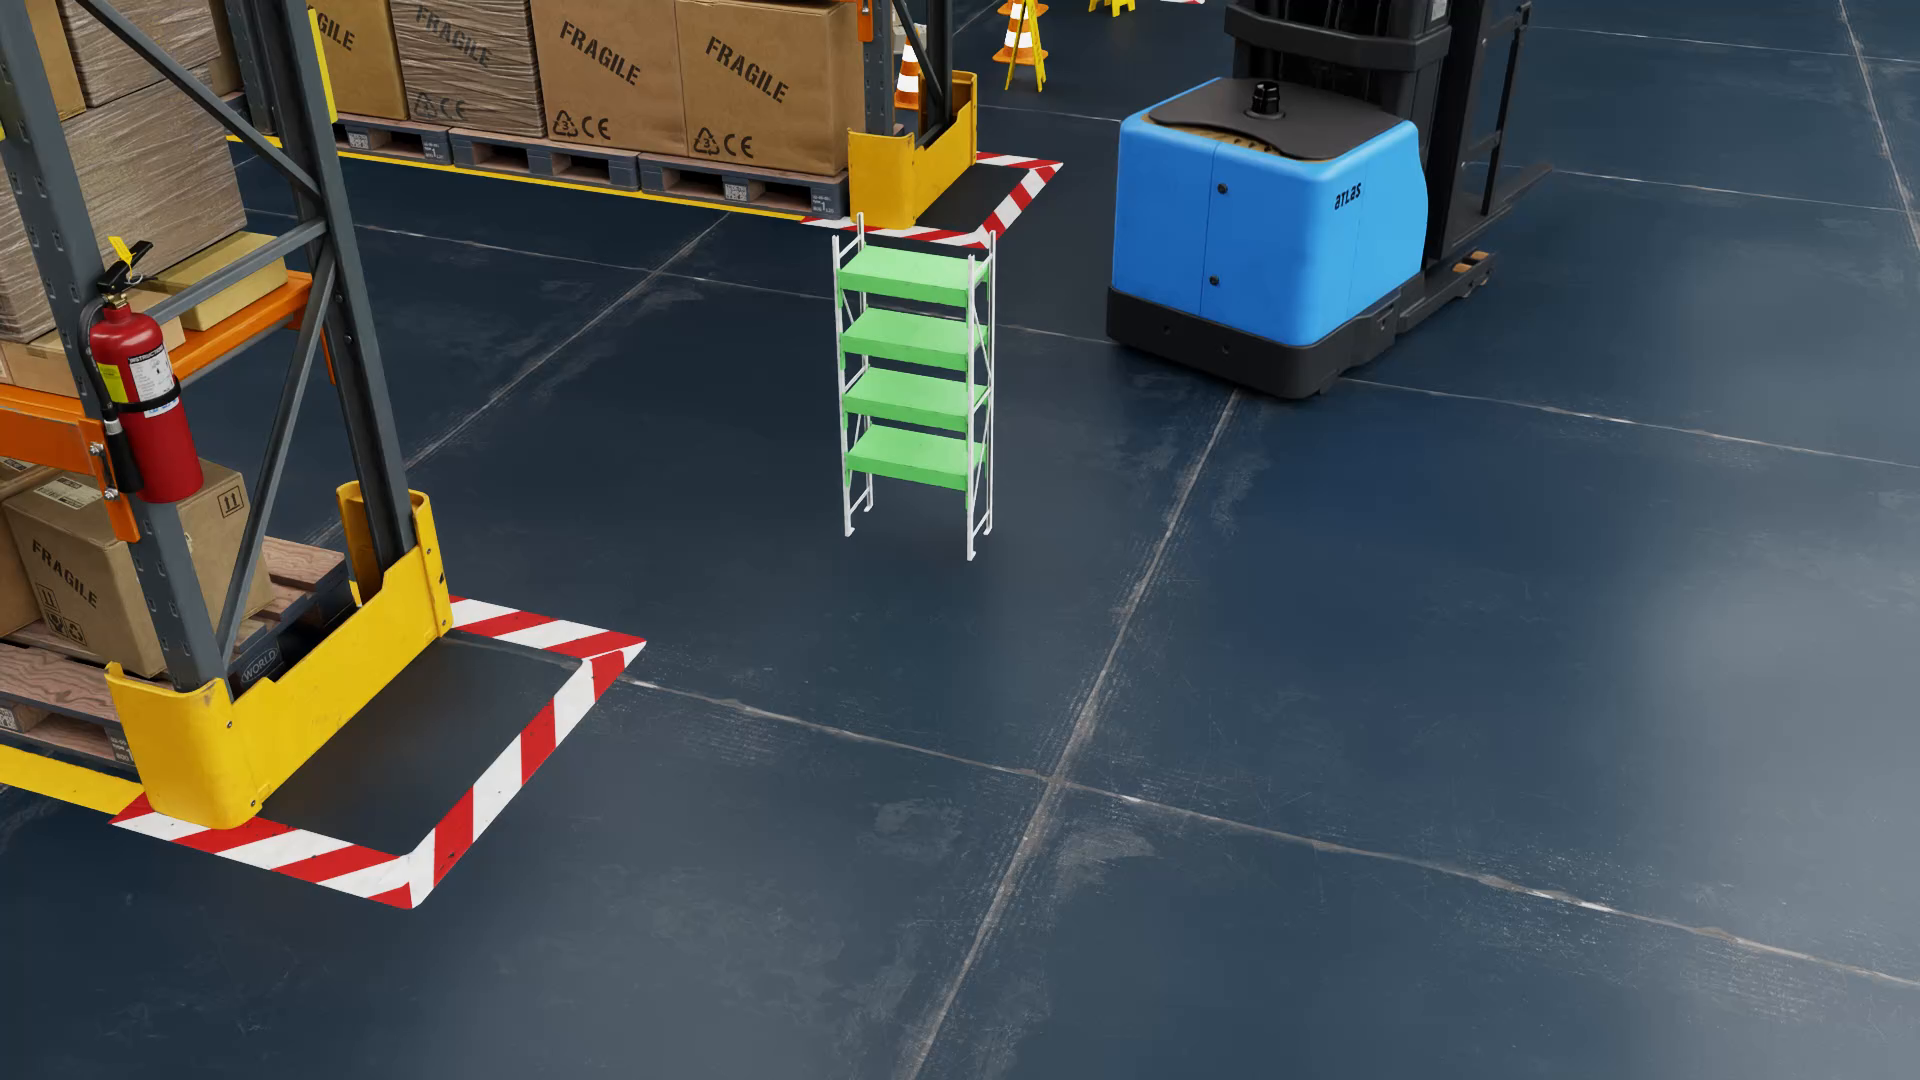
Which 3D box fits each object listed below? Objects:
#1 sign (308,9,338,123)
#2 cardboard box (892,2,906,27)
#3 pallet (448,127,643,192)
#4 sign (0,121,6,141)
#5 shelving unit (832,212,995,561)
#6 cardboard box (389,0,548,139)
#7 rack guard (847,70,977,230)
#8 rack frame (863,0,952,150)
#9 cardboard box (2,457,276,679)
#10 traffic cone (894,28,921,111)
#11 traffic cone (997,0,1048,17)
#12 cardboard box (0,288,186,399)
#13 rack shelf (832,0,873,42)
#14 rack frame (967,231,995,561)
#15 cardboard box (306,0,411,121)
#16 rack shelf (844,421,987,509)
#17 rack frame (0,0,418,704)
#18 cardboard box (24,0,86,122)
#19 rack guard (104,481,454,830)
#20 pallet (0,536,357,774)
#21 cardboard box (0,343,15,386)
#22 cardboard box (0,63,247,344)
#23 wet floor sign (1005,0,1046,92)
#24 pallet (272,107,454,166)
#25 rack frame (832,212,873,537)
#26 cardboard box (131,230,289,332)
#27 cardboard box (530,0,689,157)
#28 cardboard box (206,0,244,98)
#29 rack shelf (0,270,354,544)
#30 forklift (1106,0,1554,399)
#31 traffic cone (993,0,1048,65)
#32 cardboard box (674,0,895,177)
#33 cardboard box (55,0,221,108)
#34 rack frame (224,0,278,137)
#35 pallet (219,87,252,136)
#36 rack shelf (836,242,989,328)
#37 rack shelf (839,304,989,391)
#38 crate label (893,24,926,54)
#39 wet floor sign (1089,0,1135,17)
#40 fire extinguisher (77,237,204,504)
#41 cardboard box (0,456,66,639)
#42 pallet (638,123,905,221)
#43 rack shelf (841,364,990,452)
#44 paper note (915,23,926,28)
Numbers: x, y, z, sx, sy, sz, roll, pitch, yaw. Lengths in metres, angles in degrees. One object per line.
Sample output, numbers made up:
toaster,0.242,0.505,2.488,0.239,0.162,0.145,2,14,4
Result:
sign,-1.853,-1.349,4.775,0.005,0.325,0.100,11,34,16
cardboard box,-0.607,-3.779,11.966,0.380,0.149,0.250,-25,40,-33
pallet,-2.191,-2.381,9.743,1.213,0.211,1.003,11,34,16
sign,-2.242,-1.047,3.748,0.005,0.325,0.100,11,34,16
shelving unit,-0.156,-0.534,5.971,0.503,1.200,0.258,11,34,16
cardboard box,-2.615,-2.924,9.585,0.875,0.875,0.875,11,35,17
rack guard,-0.245,-2.168,9.146,0.348,0.500,1.175,11,34,16
rack frame,-0.268,-3.222,8.475,0.127,3.000,1.000,11,34,16
cardboard box,-2.618,0.043,5.335,0.500,0.500,0.500,18,37,25
traffic cone,-0.288,-2.979,10.437,0.334,0.463,0.336,11,34,16
traffic cone,0.467,-4.122,12.208,0.334,0.463,0.336,11,34,16
cardboard box,-2.374,-0.549,4.567,0.250,0.149,0.380,11,34,16
rack shelf,-2.150,-3.286,9.237,4.000,0.370,1.077,11,34,16
rack frame,0.074,-0.490,5.902,0.015,1.200,0.240,11,34,16
cardboard box,-3.465,-3.087,9.838,0.875,0.875,0.875,12,35,17
rack shelf,-0.156,-0.279,6.136,0.480,0.148,0.258,11,34,16
rack frame,-2.036,-0.708,4.581,0.127,3.000,1.000,11,34,16
cardboard box,-2.637,-1.269,4.163,0.500,0.500,0.500,11,34,16
rack guard,-2.108,0.328,5.281,0.348,0.500,1.175,11,34,16
pallet,-2.860,0.283,5.617,1.213,0.211,1.003,11,34,16
cardboard box,-2.609,-0.595,4.638,0.250,0.149,0.380,11,34,16
cardboard box,-2.544,-0.990,4.651,0.500,0.500,0.875,11,34,16
wet floor sign,0.428,-3.239,10.671,0.232,0.644,0.267,5,33,8
pallet,-3.344,-2.603,10.088,1.213,0.211,1.003,11,34,16
rack frame,-0.386,-0.579,6.041,0.015,1.200,0.240,11,34,16
cardboard box,-2.224,-0.776,4.919,0.250,0.149,0.380,11,34,16
cardboard box,-1.757,-2.756,9.325,0.875,0.875,0.875,10,34,16
cardboard box,-4.648,-3.253,10.210,0.750,0.750,1.050,11,34,16
rack shelf,-3.919,-0.772,5.343,4.000,0.370,1.077,11,34,16
forklift,1.990,-2.560,7.512,1.130,2.935,3.031,24,40,32
traffic cone,0.413,-3.493,11.234,0.334,0.463,0.336,11,34,16
cardboard box,-0.928,-2.596,9.077,0.875,0.875,0.875,11,35,17
cardboard box,-2.462,-1.535,4.574,0.500,0.500,0.500,11,34,16
rack frame,-4.033,-3.954,9.609,0.127,3.000,1.000,11,34,16
pallet,-4.785,-2.885,10.524,1.213,0.211,1.003,11,34,16
rack shelf,-0.156,-0.884,5.746,0.480,0.148,0.258,11,34,16
rack shelf,-0.156,-0.682,5.876,0.480,0.148,0.258,11,34,16
crate label,-0.348,-3.469,11.496,0.298,0.136,0.250,-6,33,-9
wet floor sign,1.125,-4.198,12.157,0.232,0.644,0.267,24,40,32
fire extinguisher,-2.084,-0.419,4.205,0.183,0.674,0.296,11,34,16
cardboard box,-3.192,-0.049,5.478,0.500,0.500,0.500,21,38,29
pallet,-1.047,-2.157,9.396,1.213,0.211,1.003,11,34,16
rack shelf,-0.156,-0.481,6.006,0.480,0.148,0.258,11,34,16
paper note,-0.254,-3.677,11.918,0.142,0.019,0.148,0,33,0
